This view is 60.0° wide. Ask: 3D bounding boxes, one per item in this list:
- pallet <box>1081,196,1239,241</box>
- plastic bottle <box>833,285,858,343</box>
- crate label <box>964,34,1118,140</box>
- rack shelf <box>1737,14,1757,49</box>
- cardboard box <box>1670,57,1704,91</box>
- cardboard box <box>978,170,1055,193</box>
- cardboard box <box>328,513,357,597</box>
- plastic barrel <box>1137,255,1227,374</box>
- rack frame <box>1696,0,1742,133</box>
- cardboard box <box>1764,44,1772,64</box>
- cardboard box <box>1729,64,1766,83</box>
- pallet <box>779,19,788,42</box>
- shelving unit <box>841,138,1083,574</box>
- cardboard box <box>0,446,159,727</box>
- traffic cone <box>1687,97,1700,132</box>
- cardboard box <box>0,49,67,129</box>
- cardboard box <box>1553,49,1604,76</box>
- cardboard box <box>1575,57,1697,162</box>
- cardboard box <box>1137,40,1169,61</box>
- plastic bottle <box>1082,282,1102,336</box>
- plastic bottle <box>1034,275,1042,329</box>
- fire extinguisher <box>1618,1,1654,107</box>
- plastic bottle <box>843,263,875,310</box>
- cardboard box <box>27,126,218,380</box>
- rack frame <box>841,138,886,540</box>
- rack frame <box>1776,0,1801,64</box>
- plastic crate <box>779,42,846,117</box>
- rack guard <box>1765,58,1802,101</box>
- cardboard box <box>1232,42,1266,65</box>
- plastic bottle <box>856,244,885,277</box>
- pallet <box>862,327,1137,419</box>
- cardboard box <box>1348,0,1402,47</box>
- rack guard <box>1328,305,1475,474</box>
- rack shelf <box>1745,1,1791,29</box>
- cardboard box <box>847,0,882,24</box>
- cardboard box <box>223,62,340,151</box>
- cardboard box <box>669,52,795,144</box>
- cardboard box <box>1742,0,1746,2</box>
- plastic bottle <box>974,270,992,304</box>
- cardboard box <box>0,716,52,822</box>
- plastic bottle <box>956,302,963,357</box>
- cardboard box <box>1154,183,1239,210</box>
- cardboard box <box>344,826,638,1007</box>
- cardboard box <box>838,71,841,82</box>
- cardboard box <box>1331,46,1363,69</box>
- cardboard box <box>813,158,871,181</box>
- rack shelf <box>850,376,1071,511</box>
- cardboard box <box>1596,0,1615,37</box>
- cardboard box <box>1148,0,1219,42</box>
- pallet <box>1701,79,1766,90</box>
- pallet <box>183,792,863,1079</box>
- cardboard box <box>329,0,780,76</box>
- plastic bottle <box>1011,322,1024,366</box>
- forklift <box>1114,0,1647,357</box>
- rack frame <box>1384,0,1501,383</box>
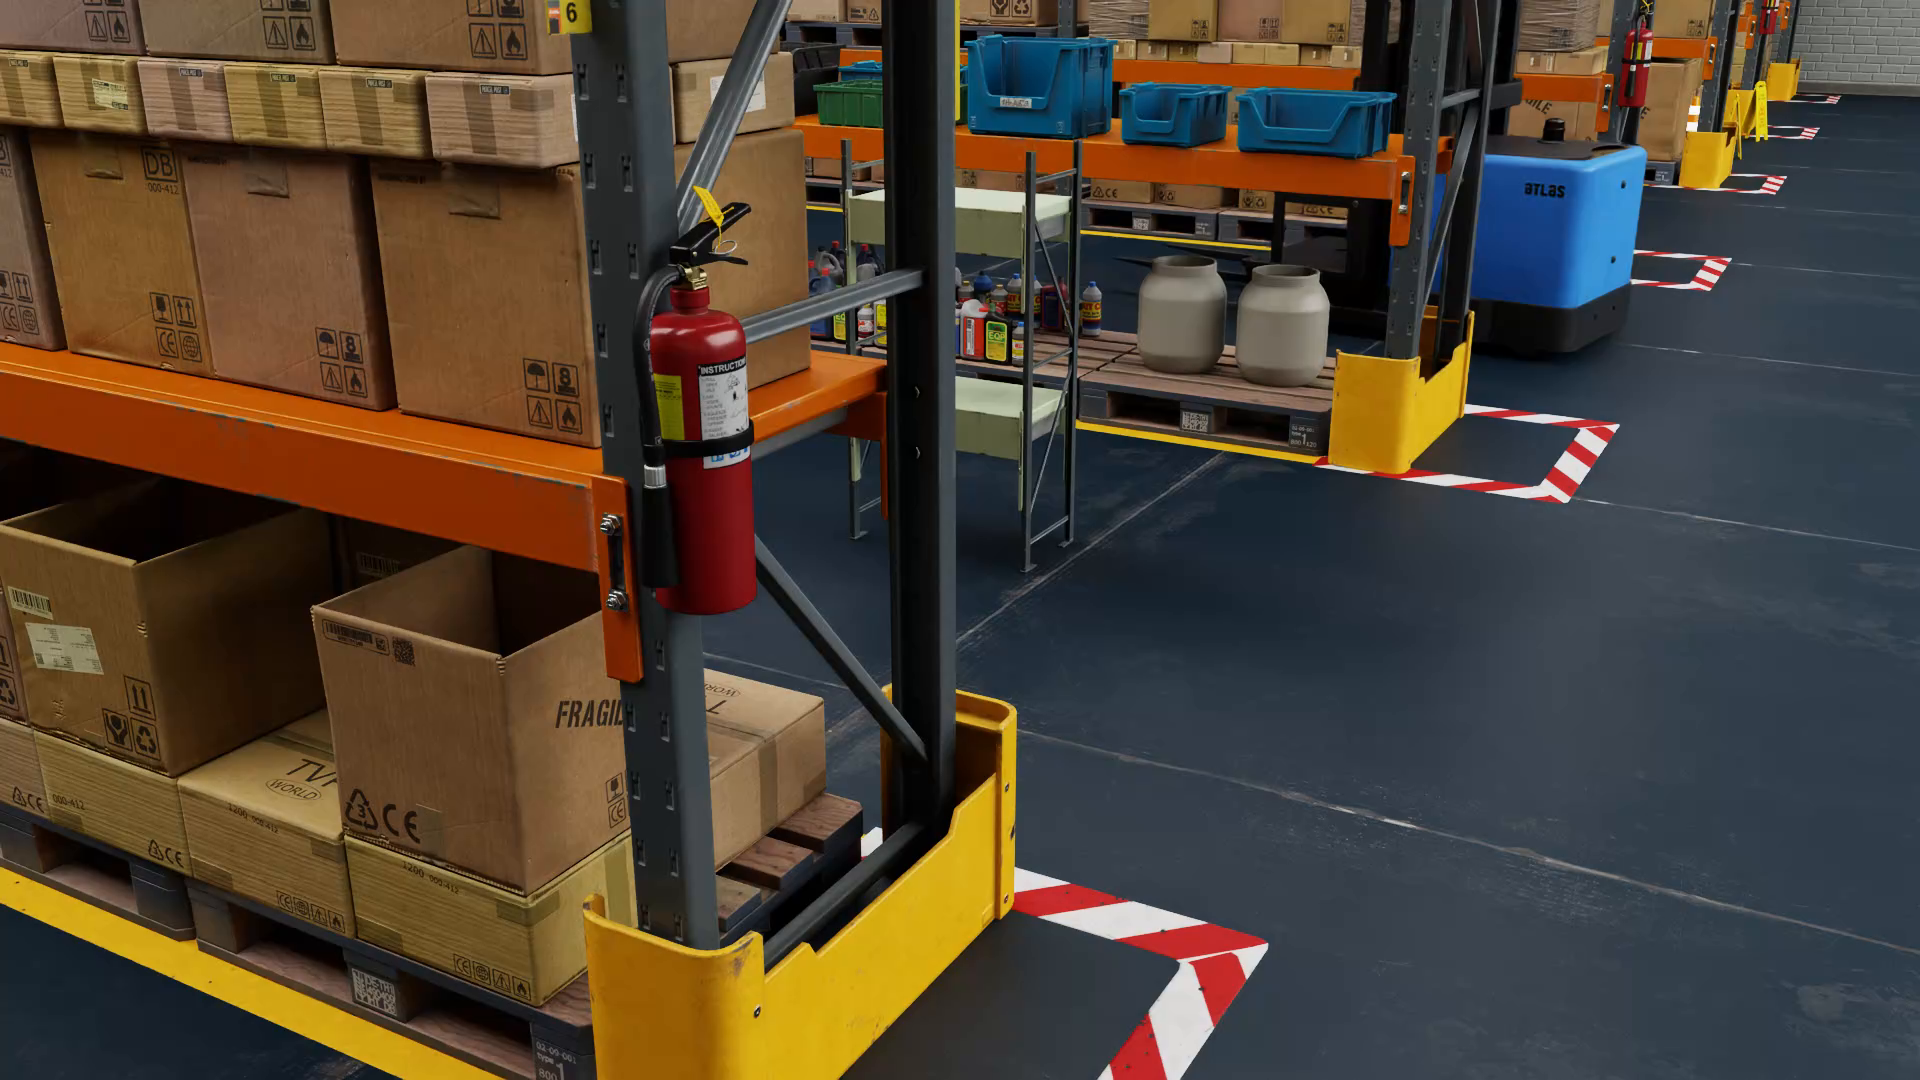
[{"bbox_3d":[1.643,-2.615,13.265,1.213,0.211,1.003,11,23,27],"label":"pallet"},{"bbox_3d":[-0.585,-1.154,8.485,0.133,0.283,0.061,12,23,30],"label":"plastic bottle"},{"bbox_3d":[0.377,-2.130,7.786,0.616,0.435,0.502,11,23,27],"label":"crate label"},{"bbox_3d":[7.619,-6.307,20.407,4.000,0.370,1.077,11,23,27],"label":"rack shelf"},{"bbox_3d":[8.538,-5.625,19.790,0.500,0.500,0.500,11,23,28],"label":"cardboard box"},{"bbox_3d":[0.514,-3.167,13.719,0.500,0.500,0.700,9,22,23],"label":"cardboard box"},{"bbox_3d":[-1.543,0.012,4.250,0.500,0.500,0.500,11,23,27],"label":"cardboard box"},{"bbox_3d":[1.067,-1.085,7.991,0.421,0.512,0.421,0,20,0],"label":"plastic barrel"},{"bbox_3d":[7.039,-4.822,15.259,0.127,3.000,1.000,11,23,27],"label":"rack frame"},{"bbox_3d":[11.473,-7.070,24.141,0.500,0.250,0.500,11,23,28],"label":"cardboard box"},{"bbox_3d":[11.218,-6.679,23.796,0.500,0.250,0.500,11,23,28],"label":"cardboard box"},{"bbox_3d":[-1.778,-4.515,14.696,1.003,0.211,1.213,11,23,27],"label":"pallet"},{"bbox_3d":[0.006,-0.704,6.106,0.755,1.500,0.431,11,23,27],"label":"shelving unit"},{"bbox_3d":[-2.232,0.083,4.054,0.500,0.500,0.500,11,23,27],"label":"cardboard box"},{"bbox_3d":[8.360,-4.807,18.939,0.334,0.463,0.336,11,23,27],"label":"traffic cone"},{"bbox_3d":[-1.860,-0.987,3.590,0.250,0.149,0.380,11,23,29],"label":"cardboard box"},{"bbox_3d":[4.182,-3.230,11.239,0.250,0.149,0.380,11,23,27],"label":"cardboard box"},{"bbox_3d":[6.414,-4.113,15.806,0.875,0.875,0.875,11,23,28],"label":"cardboard box"},{"bbox_3d":[1.524,-3.705,12.549,0.250,0.149,0.380,11,23,27],"label":"cardboard box"},{"bbox_3d":[0.685,-1.206,8.647,0.097,0.271,0.097,0,20,0],"label":"plastic bottle"},{"bbox_3d":[0.386,-1.263,8.804,0.097,0.271,0.097,0,20,0],"label":"plastic bottle"},{"bbox_3d":[4.407,-3.169,10.817,0.183,0.674,0.296,11,23,27],"label":"fire extinguisher"},{"bbox_3d":[-0.556,-1.378,9.113,0.135,0.276,0.152,11,23,27],"label":"plastic bottle"},{"bbox_3d":[-1.596,-0.712,3.783,0.500,0.500,0.700,11,23,28],"label":"cardboard box"},{"bbox_3d":[-0.314,-0.765,6.274,0.023,1.500,0.400,11,23,27],"label":"rack frame"},{"bbox_3d":[11.782,-7.791,23.443,0.127,3.000,1.000,11,23,27],"label":"rack frame"},{"bbox_3d":[-0.981,-2.399,8.670,0.504,0.338,0.767,11,23,27],"label":"plastic crate"},{"bbox_3d":[11.803,-6.611,23.858,0.348,0.500,1.175,11,23,27],"label":"rack guard"},{"bbox_3d":[2.184,-3.583,12.213,0.250,0.149,0.380,11,23,27],"label":"cardboard box"},{"bbox_3d":[-0.506,-1.461,9.234,0.185,0.351,0.144,10,22,25],"label":"plastic bottle"},{"bbox_3d":[0.259,-0.915,8.579,1.213,0.211,1.003,11,23,27],"label":"pallet"},{"bbox_3d":[3.154,-3.792,11.837,0.500,0.500,0.875,11,23,27],"label":"cardboard box"},{"bbox_3d":[2.027,-0.711,7.592,0.348,0.500,1.175,11,23,27],"label":"rack guard"},{"bbox_3d":[10.036,-7.785,24.483,4.000,0.370,1.077,11,23,27],"label":"rack shelf"},{"bbox_3d":[-0.519,-4.534,13.698,0.637,0.503,0.797,13,24,33],"label":"cardboard box"},{"bbox_3d":[-1.182,-0.858,3.233,0.250,0.149,0.380,10,22,27],"label":"cardboard box"},{"bbox_3d":[-0.540,-0.895,3.335,0.250,0.149,0.380,11,22,27],"label":"cardboard box"},{"bbox_3d":[9.086,-6.660,19.745,0.500,0.500,0.500,10,22,26],"label":"cardboard box"},{"bbox_3d":[0.122,-1.313,8.943,0.097,0.271,0.097,0,20,0],"label":"plastic bottle"},{"bbox_3d":[-2.231,0.435,4.185,0.500,0.250,0.500,11,23,27],"label":"cardboard box"},{"bbox_3d":[-0.029,-1.062,8.243,0.135,0.276,0.152,10,22,26],"label":"plastic bottle"},{"bbox_3d":[1.873,-2.878,12.951,0.500,0.500,0.500,-17,26,-39],"label":"cardboard box"},{"bbox_3d":[-0.915,0.680,3.507,0.500,0.250,0.500,11,23,27],"label":"cardboard box"},{"bbox_3d":[-1.099,-5.294,19.609,0.500,0.500,0.500,12,23,29],"label":"cardboard box"},{"bbox_3d":[2.821,-3.448,11.840,0.250,0.149,0.380,11,23,27],"label":"cardboard box"},{"bbox_3d":[-0.869,-3.438,14.465,0.500,0.500,0.700,13,24,32],"label":"cardboard box"},{"bbox_3d":[0.006,-0.397,6.217,0.720,0.370,0.431,11,23,27],"label":"rack shelf"},{"bbox_3d":[6.202,-5.025,15.601,0.550,0.550,0.875,11,23,27],"label":"cardboard box"},{"bbox_3d":[1.822,-4.027,12.486,0.500,0.500,0.875,11,23,27],"label":"cardboard box"},{"bbox_3d":[11.094,-6.594,24.235,1.213,0.211,1.003,11,23,27],"label":"pallet"},{"bbox_3d":[-0.991,0.783,3.898,1.213,0.211,1.003,11,23,27],"label":"pallet"},{"bbox_3d":[-0.750,-1.161,3.117,0.500,0.500,0.700,11,23,27],"label":"cardboard box"},{"bbox_3d":[0.299,-0.954,8.054,0.097,0.201,0.097,0,20,0],"label":"plastic bottle"},{"bbox_3d":[2.386,-2.760,9.675,3.031,2.935,1.130,15,25,36],"label":"forklift"},{"bbox_3d":[2.116,-1.888,7.170,0.127,3.000,1.000,11,23,27],"label":"rack frame"}]
